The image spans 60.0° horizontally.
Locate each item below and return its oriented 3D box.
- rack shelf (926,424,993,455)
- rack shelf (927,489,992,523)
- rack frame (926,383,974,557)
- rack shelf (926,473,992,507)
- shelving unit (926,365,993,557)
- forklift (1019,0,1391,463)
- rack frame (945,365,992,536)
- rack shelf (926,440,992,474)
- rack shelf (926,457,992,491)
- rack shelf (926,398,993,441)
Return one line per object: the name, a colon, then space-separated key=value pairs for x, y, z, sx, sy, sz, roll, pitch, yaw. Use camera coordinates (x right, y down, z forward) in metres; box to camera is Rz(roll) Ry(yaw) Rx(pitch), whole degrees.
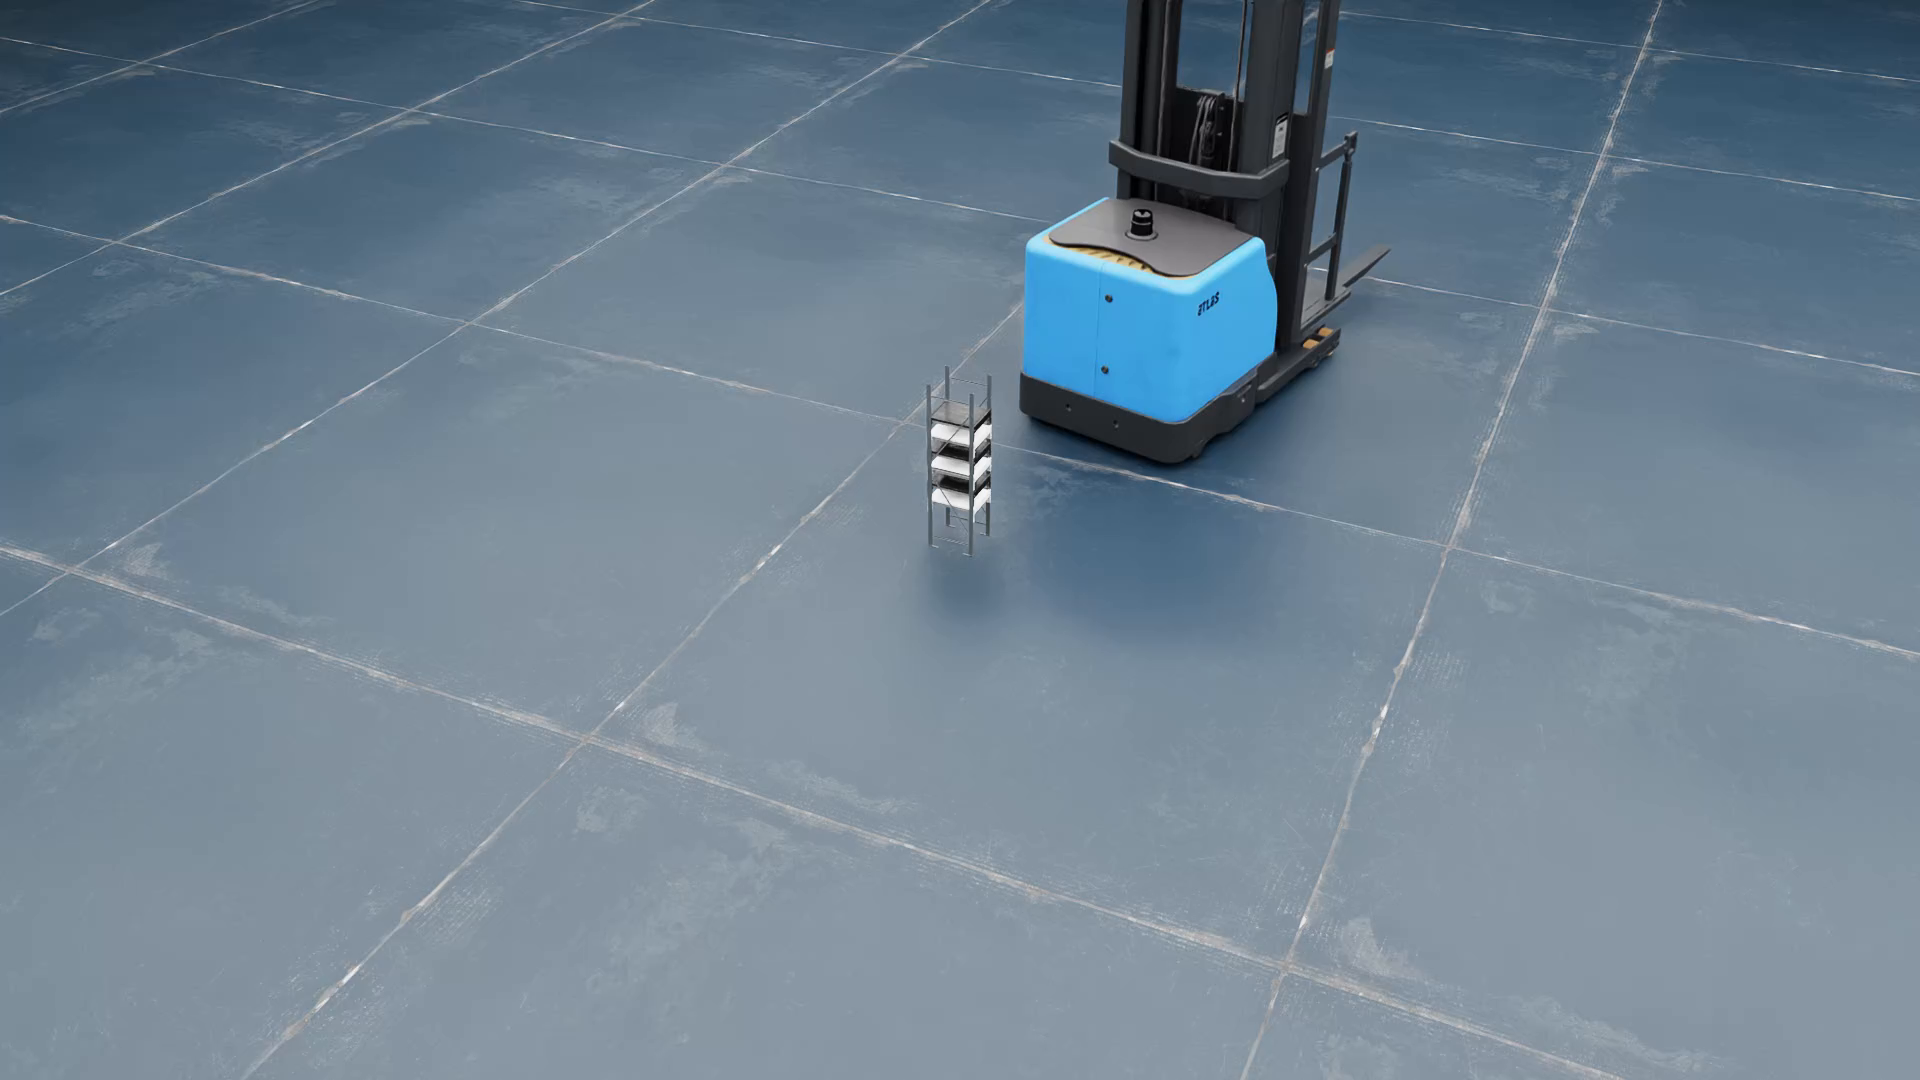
rack shelf: x=-0.003 y=-0.495 z=7.917 sx=0.258 sy=0.077 sz=0.200 roll=14 pitch=36 yaw=20
rack shelf: x=-0.003 y=-0.194 z=8.114 sx=0.258 sy=0.077 sz=0.200 roll=14 pitch=36 yaw=20
rack frame: x=-0.046 y=-0.322 z=7.920 sx=0.240 sy=0.900 sz=0.006 roll=14 pitch=36 yaw=20
rack shelf: x=-0.003 y=-0.269 z=8.065 sx=0.258 sy=0.077 sz=0.200 roll=14 pitch=36 yaw=20
shelving unit: x=-0.003 y=-0.372 z=7.997 sx=0.258 sy=0.900 sz=0.210 roll=14 pitch=36 yaw=20
forklift: x=1.612 y=-2.383 z=9.211 sx=1.130 sy=2.935 sz=3.031 roll=22 pitch=39 yaw=30
rack frame: x=0.039 y=-0.423 z=8.074 sx=0.240 sy=0.900 sz=0.006 roll=14 pitch=36 yaw=20
rack shelf: x=-0.003 y=-0.420 z=7.966 sx=0.258 sy=0.077 sz=0.200 roll=14 pitch=36 yaw=20
rack shelf: x=-0.003 y=-0.344 z=8.015 sx=0.258 sy=0.077 sz=0.200 roll=14 pitch=36 yaw=20
rack shelf: x=-0.003 y=-0.570 z=7.867 sx=0.258 sy=0.077 sz=0.200 roll=14 pitch=36 yaw=20
